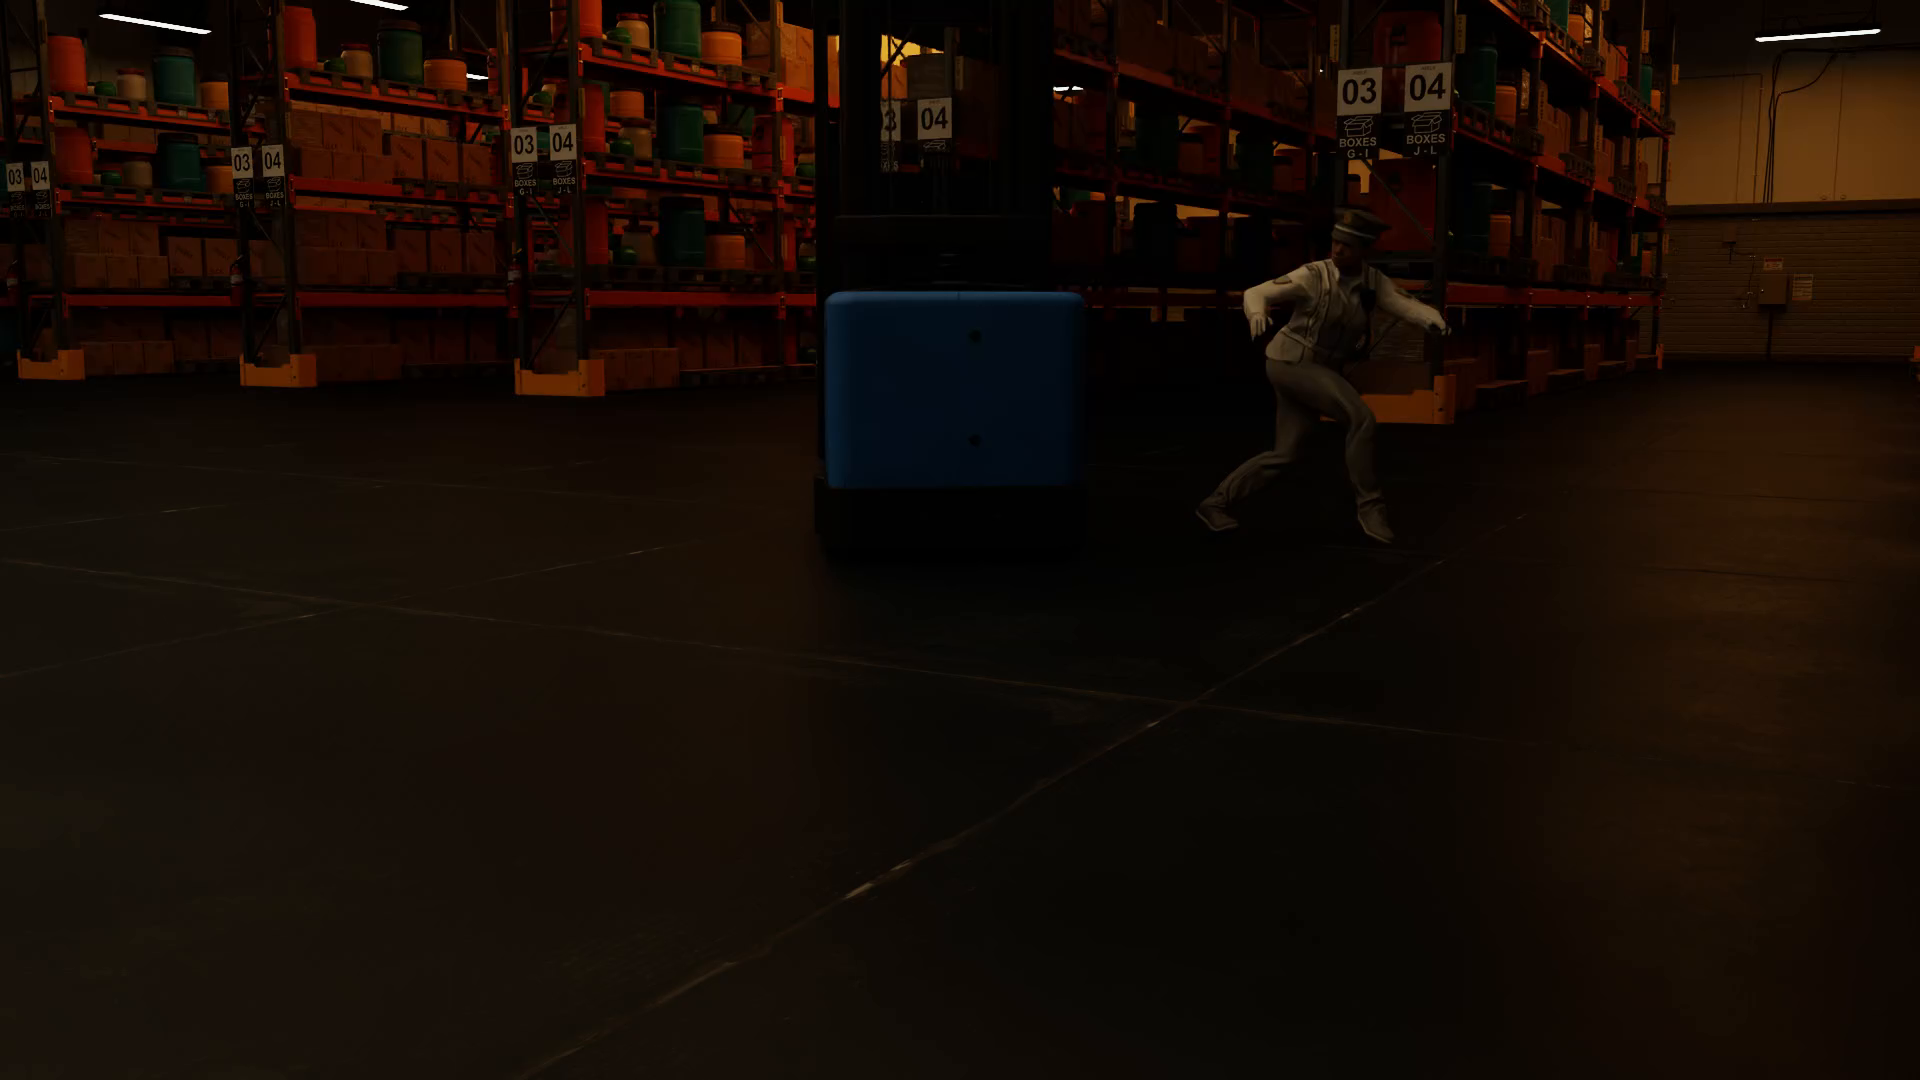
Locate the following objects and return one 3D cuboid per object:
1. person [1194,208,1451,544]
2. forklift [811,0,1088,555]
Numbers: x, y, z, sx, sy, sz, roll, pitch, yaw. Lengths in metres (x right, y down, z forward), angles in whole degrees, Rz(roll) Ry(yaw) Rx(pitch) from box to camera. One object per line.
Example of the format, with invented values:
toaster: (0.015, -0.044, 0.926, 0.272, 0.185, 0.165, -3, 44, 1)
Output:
person: (1.597, -0.703, 7.197, 0.889, 1.458, 0.963, -7, 11, -42)
forklift: (-0.143, -1.556, 7.866, 1.130, 2.935, 3.031, -1, 8, -5)
